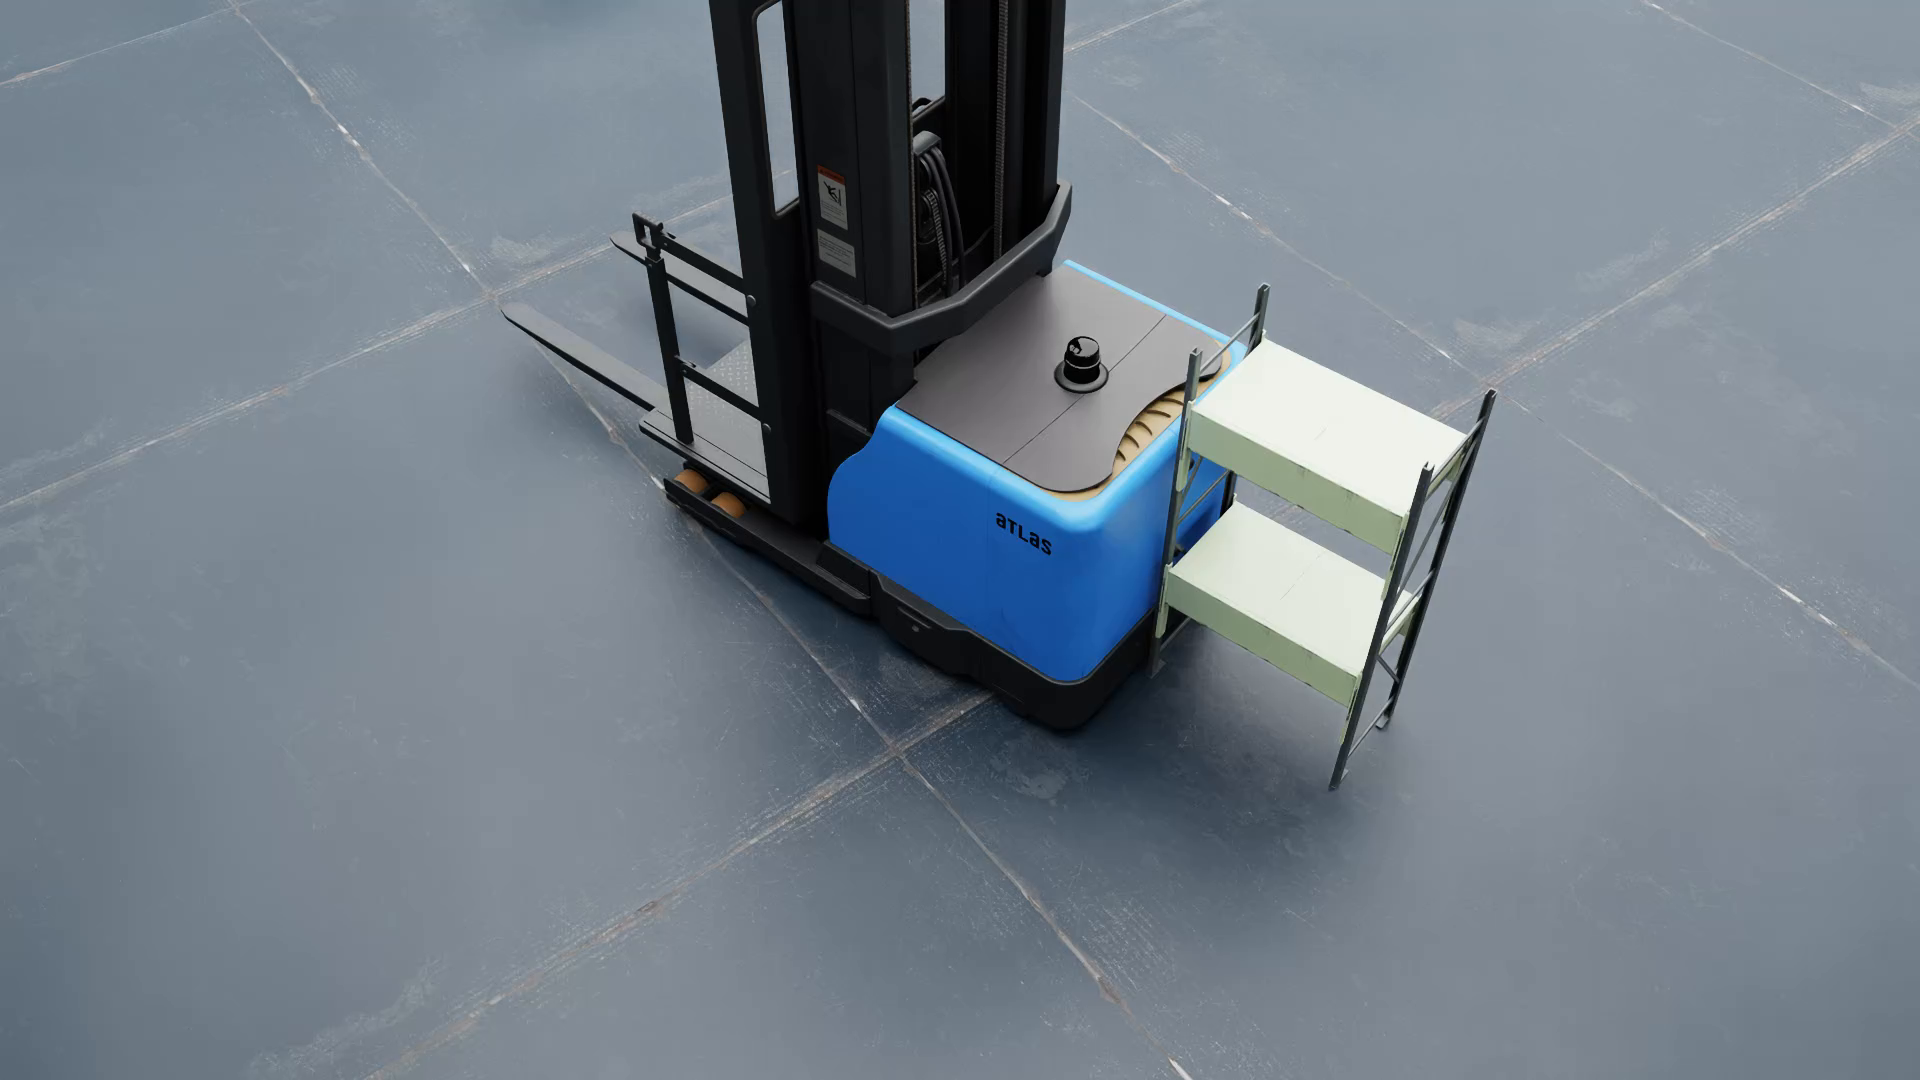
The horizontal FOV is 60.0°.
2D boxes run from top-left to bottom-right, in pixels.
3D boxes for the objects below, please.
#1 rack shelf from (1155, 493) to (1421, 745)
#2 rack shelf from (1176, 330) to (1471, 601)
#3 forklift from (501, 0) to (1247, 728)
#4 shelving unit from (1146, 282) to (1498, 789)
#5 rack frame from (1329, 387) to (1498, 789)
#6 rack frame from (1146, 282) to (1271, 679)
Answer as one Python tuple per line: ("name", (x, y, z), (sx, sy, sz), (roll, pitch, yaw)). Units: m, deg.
("rack shelf", (1.070, 0.251, 5.450), (0.720, 0.370, 0.431), (31, 55, 25))
("rack shelf", (1.070, -0.230, 4.920), (0.720, 0.370, 0.431), (31, 55, 25))
("forklift", (-0.492, -1.275, 5.427), (3.031, 2.935, 1.130), (31, 55, 25))
("shelving unit", (1.070, 0.032, 5.209), (0.755, 1.500, 0.431), (31, 55, 25))
("rack frame", (1.356, 0.201, 5.055), (0.023, 1.500, 0.400), (31, 55, 25))
("rack frame", (0.784, -0.137, 5.362), (0.023, 1.500, 0.400), (31, 55, 25))
